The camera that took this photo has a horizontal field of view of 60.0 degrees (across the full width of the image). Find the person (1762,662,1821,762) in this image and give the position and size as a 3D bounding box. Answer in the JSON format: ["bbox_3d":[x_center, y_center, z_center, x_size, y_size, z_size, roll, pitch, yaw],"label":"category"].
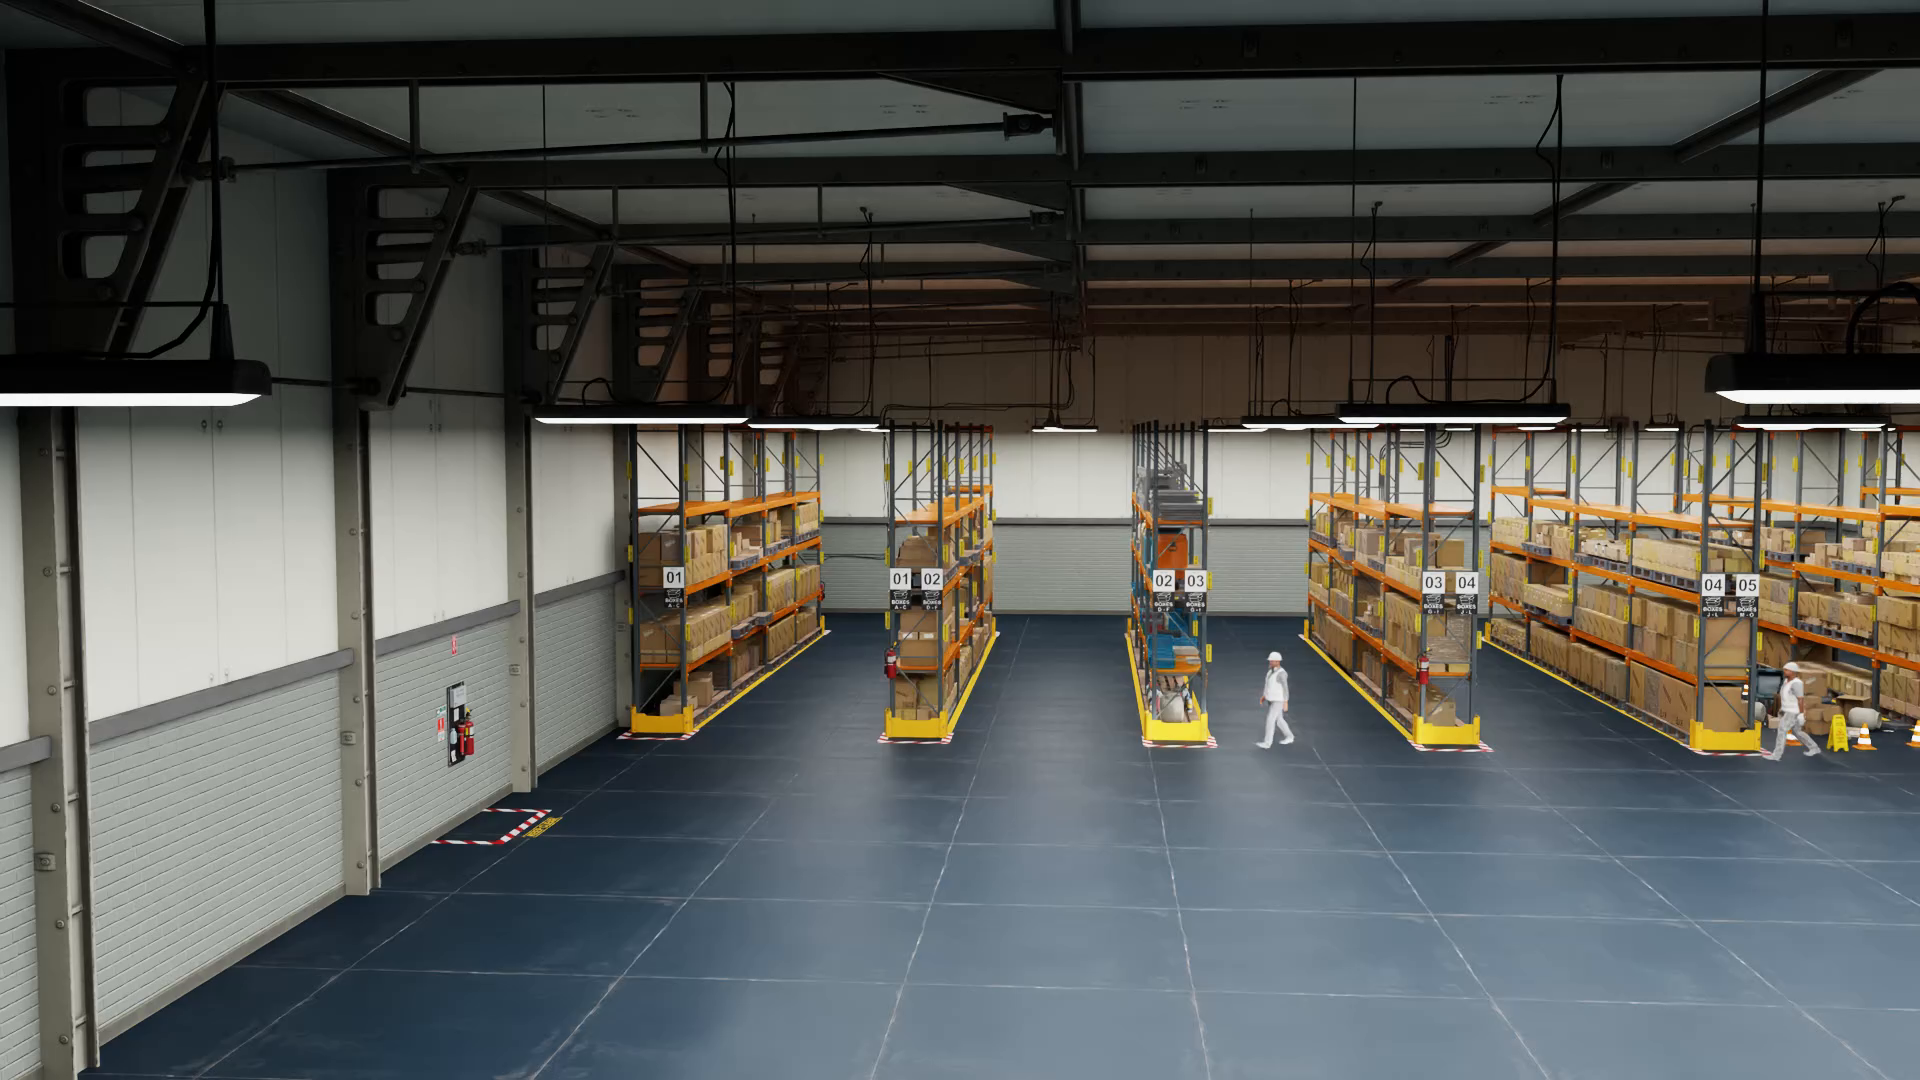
[{"bbox_3d":[14.585,3.006,29.114,1.065,1.745,0.560,0,4,4],"label":"person"}]

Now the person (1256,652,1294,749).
[{"bbox_3d":[5.769,2.927,30.487,0.869,1.757,0.532,-1,4,-12],"label":"person"}]
